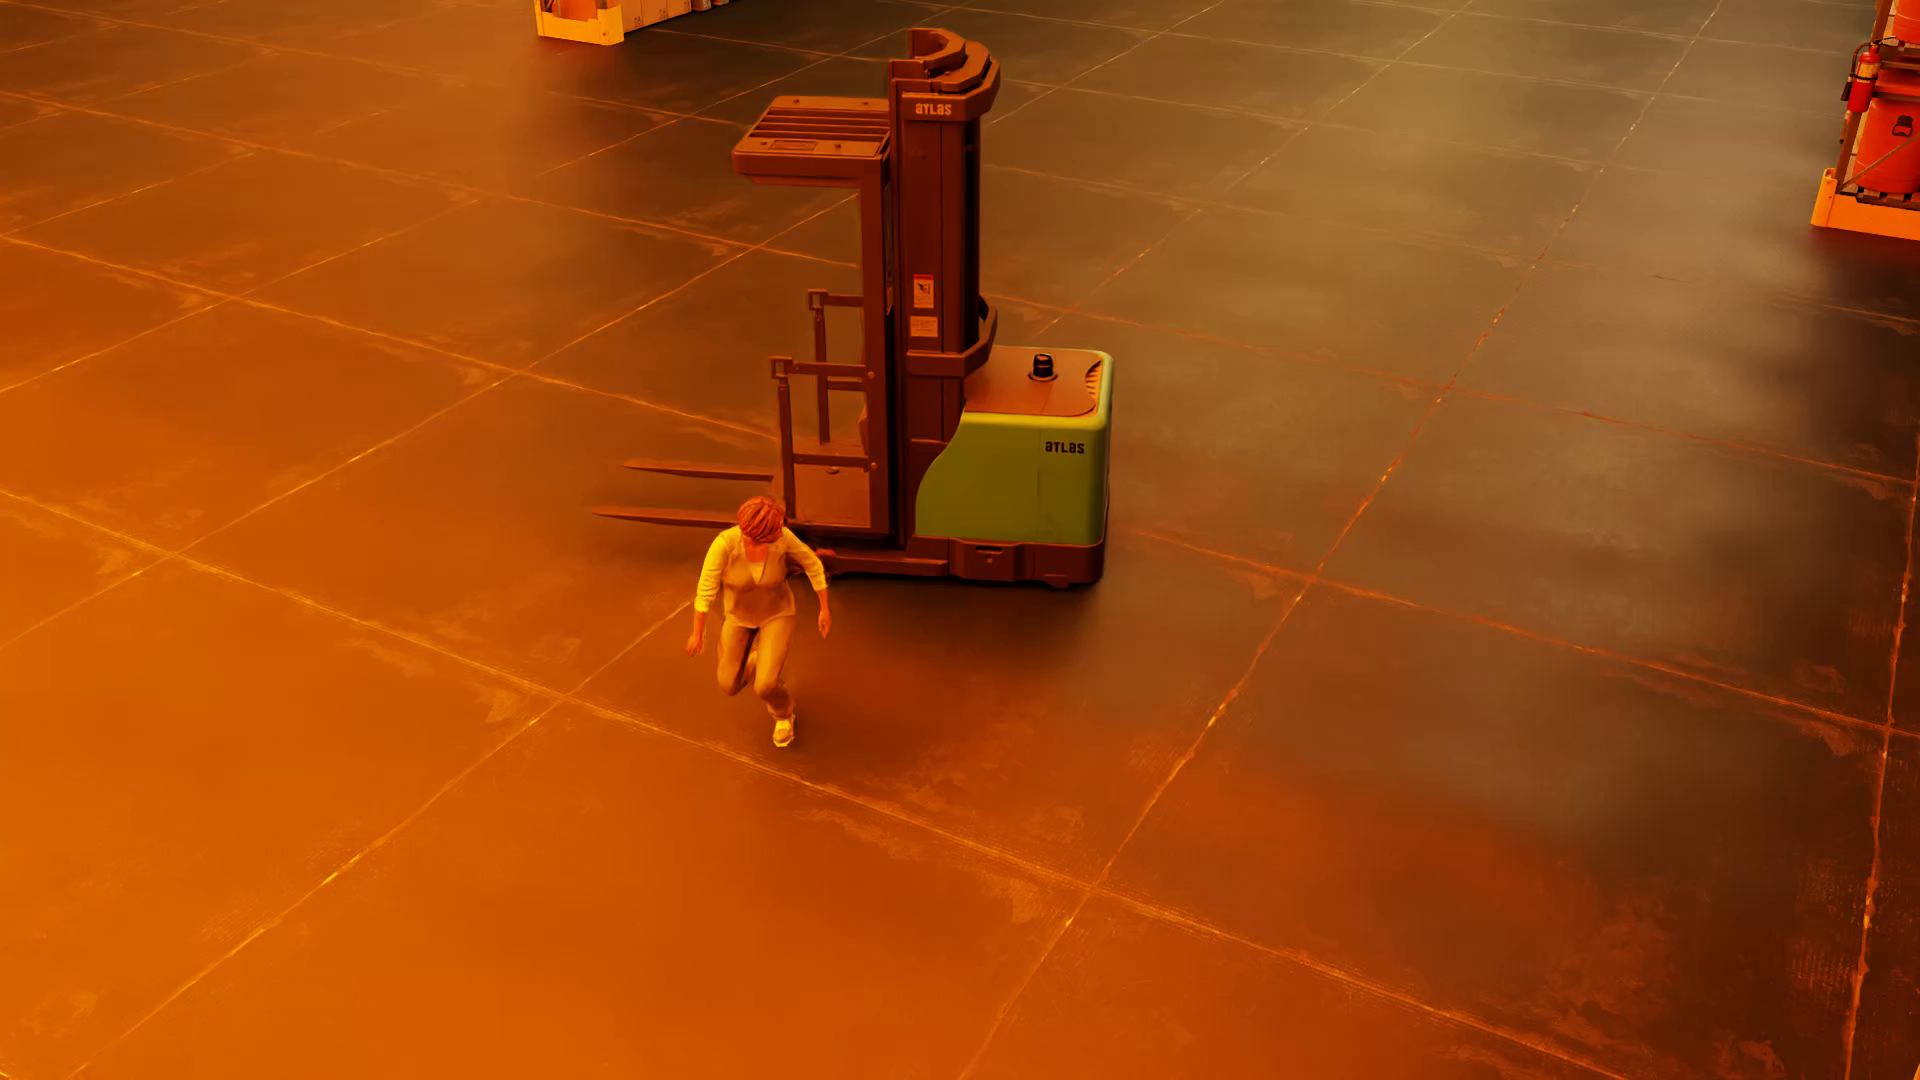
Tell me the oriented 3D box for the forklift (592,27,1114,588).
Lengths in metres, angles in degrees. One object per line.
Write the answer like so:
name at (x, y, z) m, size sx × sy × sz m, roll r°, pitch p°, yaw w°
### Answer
forklift at (-0.639, -1.310, 9.340) m, size 3.031 × 2.935 × 1.130 m, roll 4°, pitch 30°, yaw 6°

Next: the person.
person at (-0.965, 0.334, 8.064) m, size 0.692 × 1.395 × 0.587 m, roll 1°, pitch 30°, yaw 1°
